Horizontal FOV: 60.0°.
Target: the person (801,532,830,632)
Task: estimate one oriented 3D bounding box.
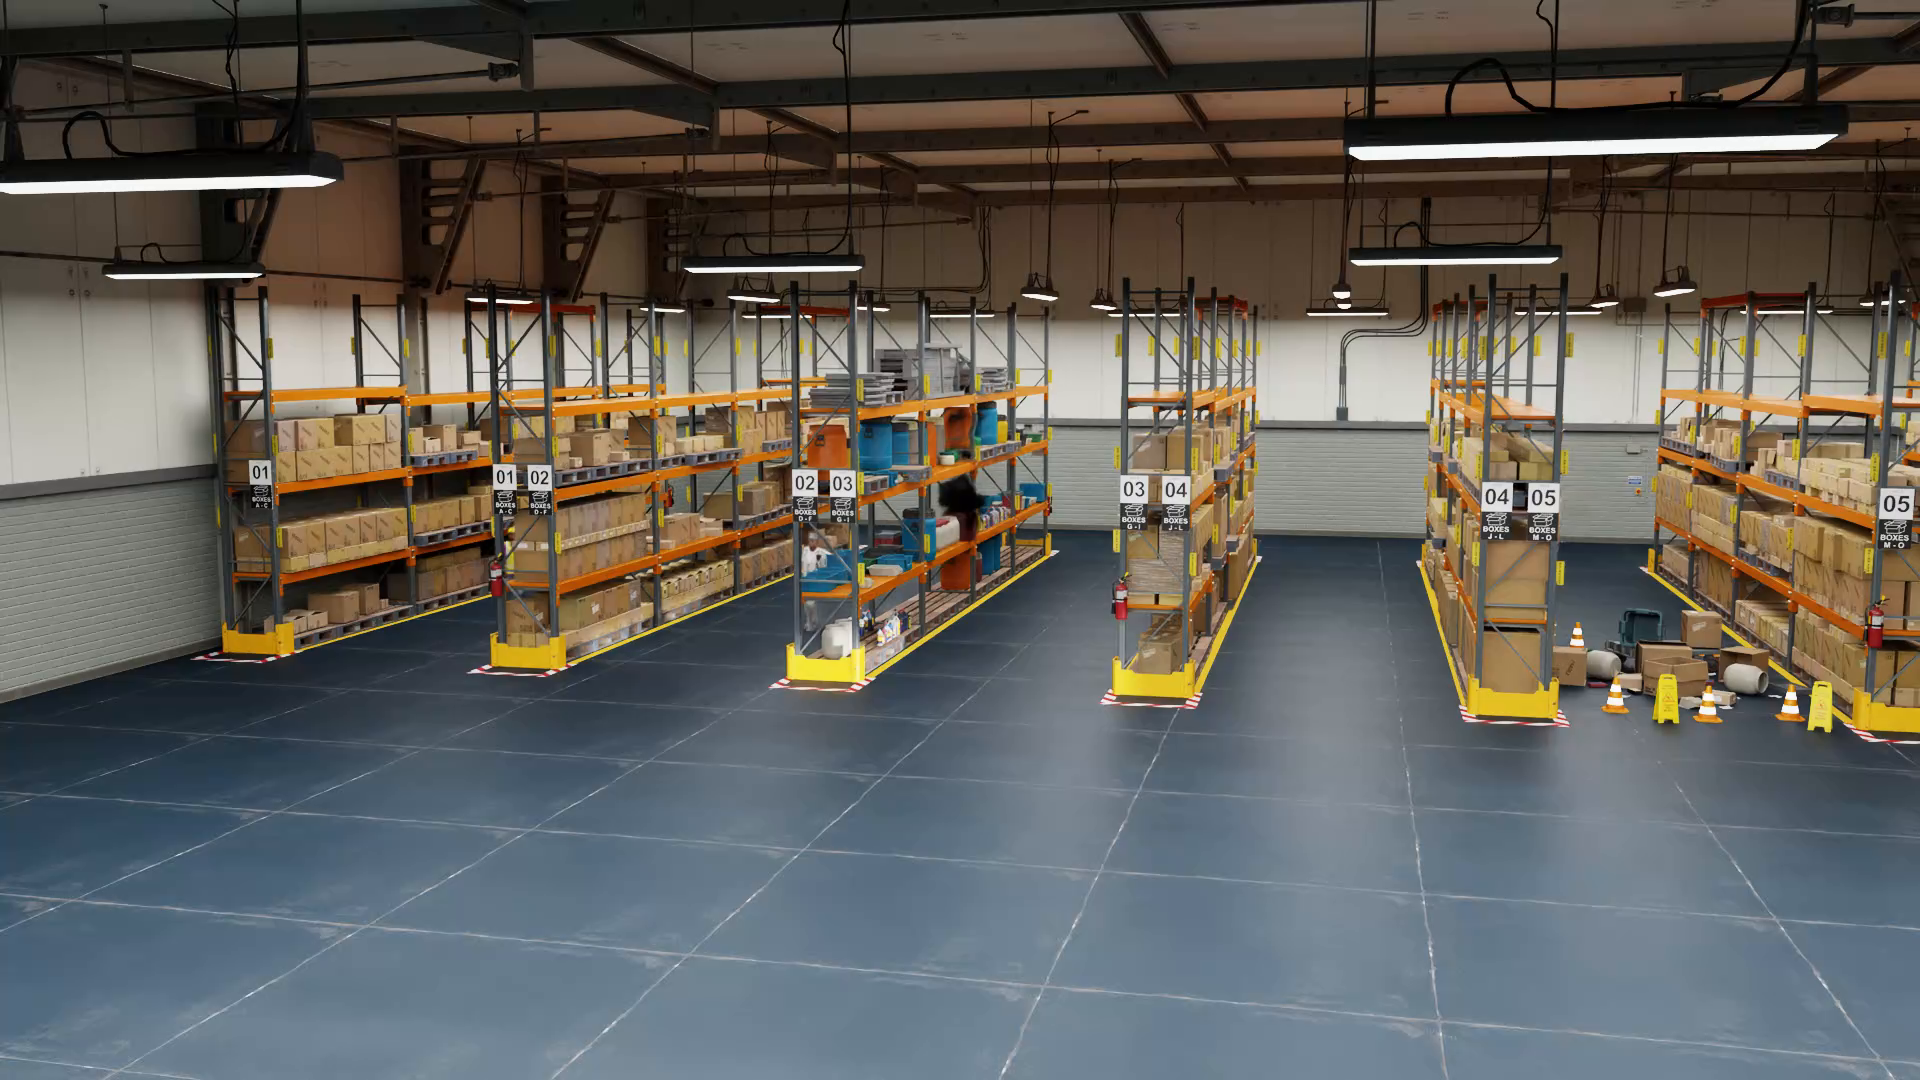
[{"bbox_3d":[-2.611,0.764,29.442,0.662,1.811,0.712,4,8,30],"label":"person"}]

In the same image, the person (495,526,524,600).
[{"bbox_3d":[-8.118,0.641,30.307,0.667,1.816,0.806,0,7,-3],"label":"person"}]
